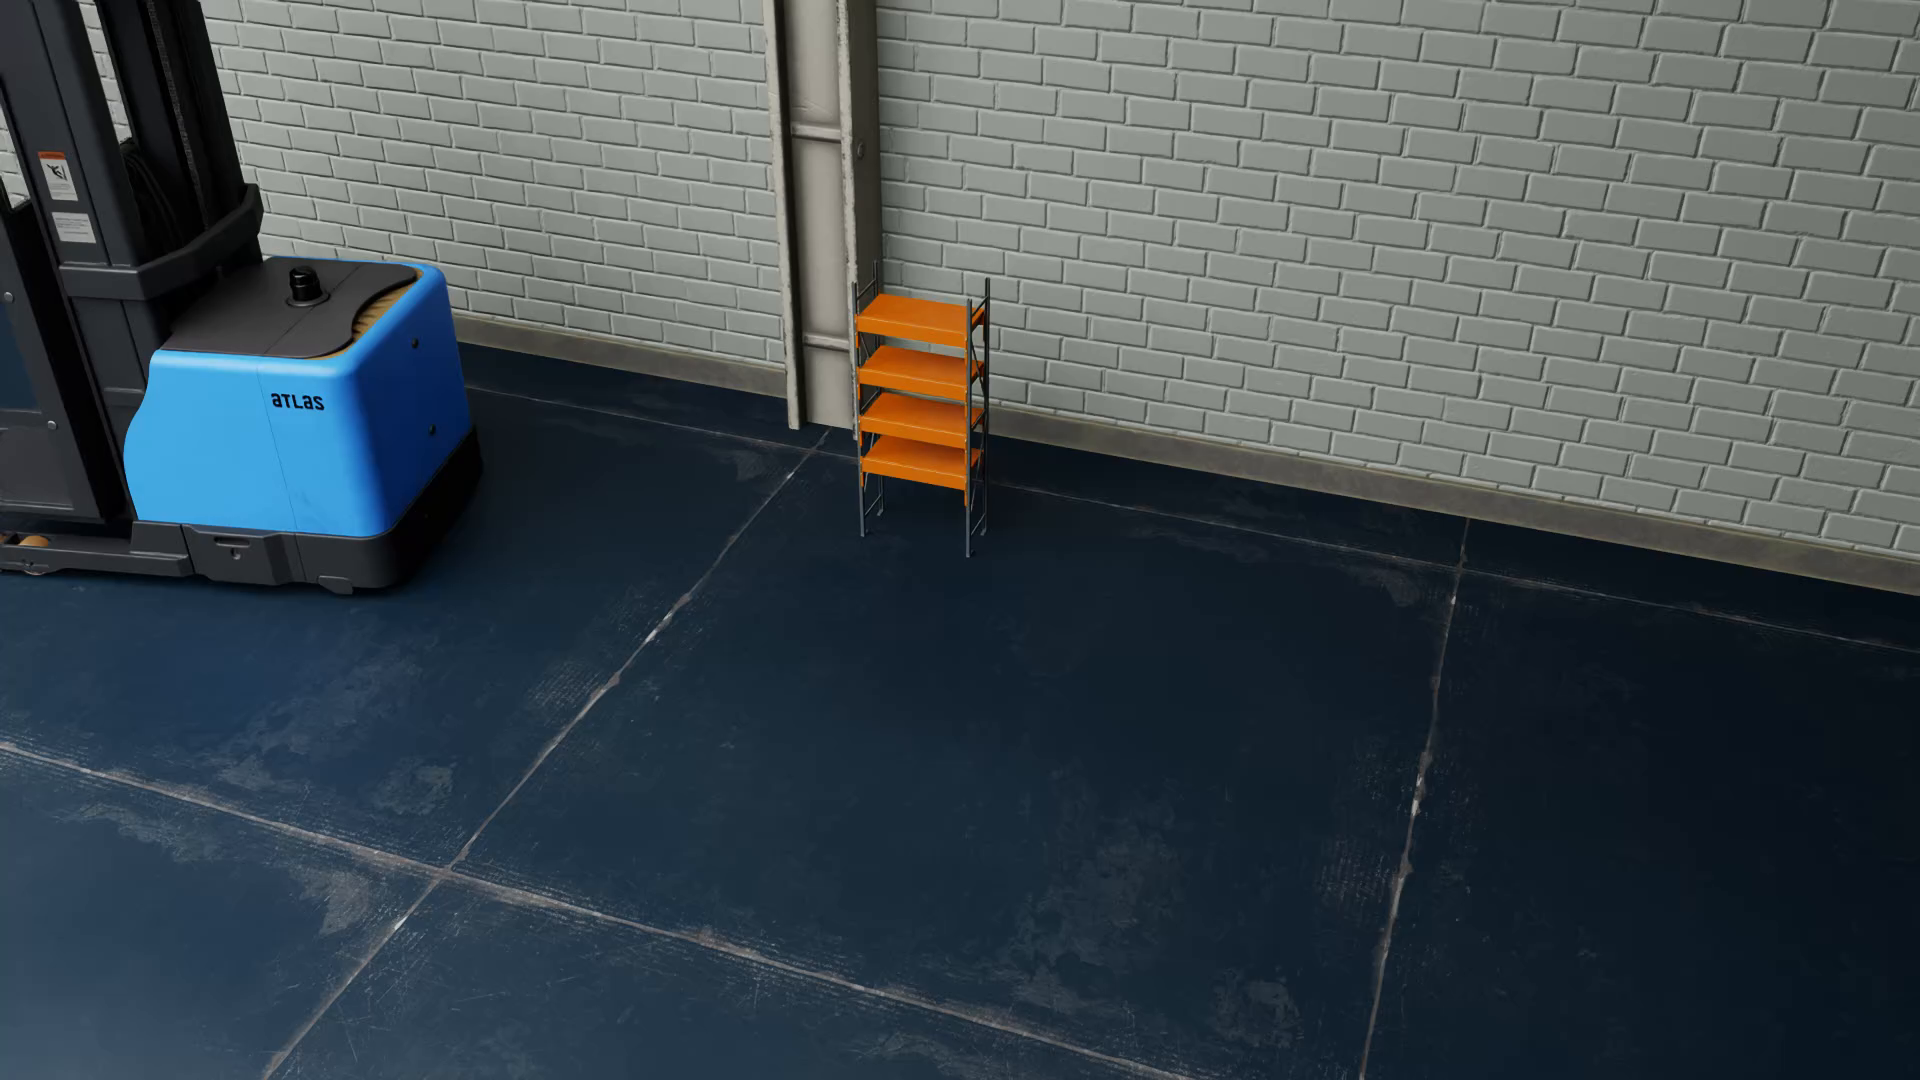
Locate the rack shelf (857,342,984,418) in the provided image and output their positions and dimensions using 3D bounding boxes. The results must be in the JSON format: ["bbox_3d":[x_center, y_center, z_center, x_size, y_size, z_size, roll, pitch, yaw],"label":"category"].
[{"bbox_3d":[-0.156,-0.666,6.887,0.480,0.148,0.258,11,34,16],"label":"rack shelf"}]

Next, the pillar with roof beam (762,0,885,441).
[{"bbox_3d":[-2.049,-2.171,2.316,0.400,9.000,9.100,11,34,16],"label":"pillar with roof beam"}]

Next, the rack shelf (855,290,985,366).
[{"bbox_3d":[-0.156,-0.864,6.758,0.480,0.148,0.258,11,34,16],"label":"rack shelf"}]

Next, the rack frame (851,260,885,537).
[{"bbox_3d":[-0.386,-0.579,7.041,0.015,1.200,0.240,11,34,16],"label":"rack frame"}]

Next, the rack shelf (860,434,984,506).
[{"bbox_3d":[-0.156,-0.311,7.116,0.480,0.148,0.258,11,34,16],"label":"rack shelf"}]

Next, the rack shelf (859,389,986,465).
[{"bbox_3d":[-0.156,-0.478,7.008,0.480,0.148,0.258,11,34,16],"label":"rack shelf"}]

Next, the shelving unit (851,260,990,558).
[{"bbox_3d":[-0.156,-0.534,6.971,0.503,1.200,0.258,11,34,16],"label":"shelving unit"}]

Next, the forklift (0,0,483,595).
[{"bbox_3d":[-3.739,-1.360,6.655,3.031,2.935,1.130,4,33,7],"label":"forklift"}]

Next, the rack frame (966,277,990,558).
[{"bbox_3d":[0.074,-0.490,6.902,0.015,1.200,0.240,11,34,16],"label":"rack frame"}]
